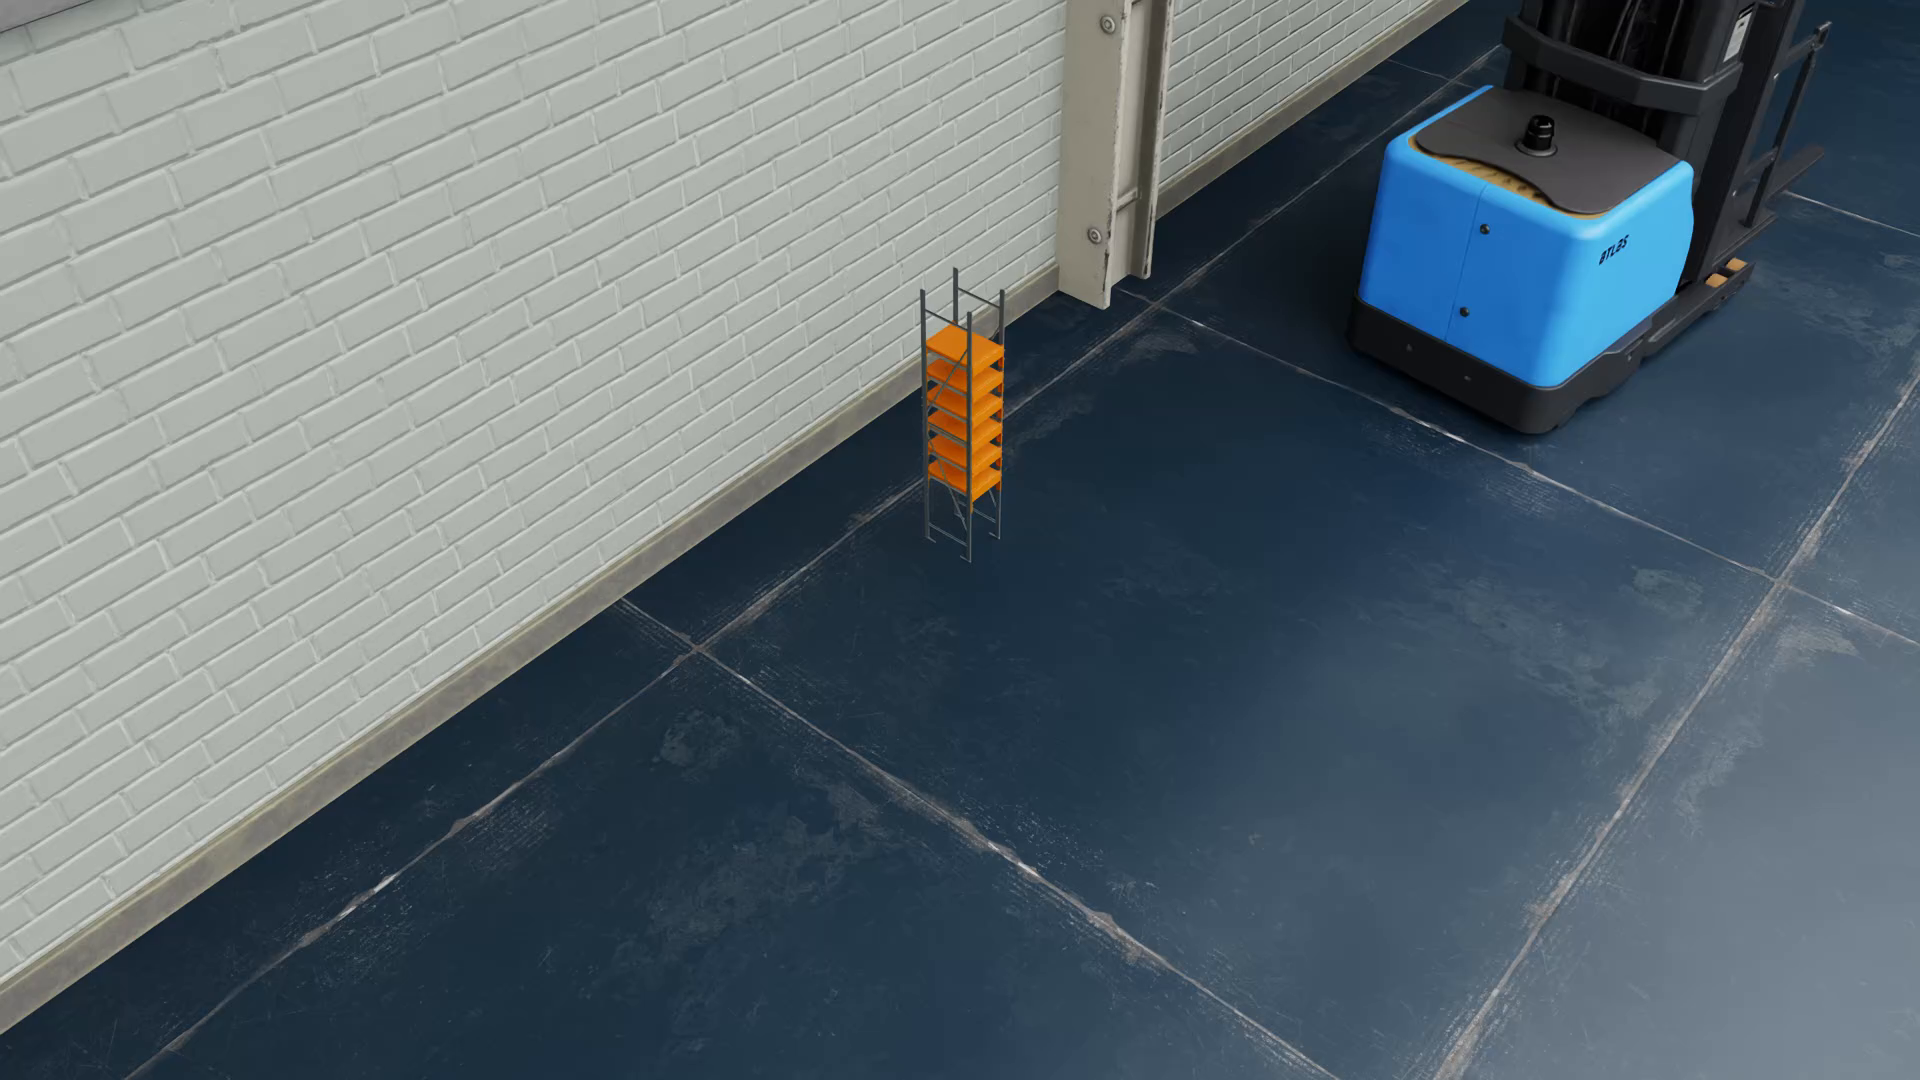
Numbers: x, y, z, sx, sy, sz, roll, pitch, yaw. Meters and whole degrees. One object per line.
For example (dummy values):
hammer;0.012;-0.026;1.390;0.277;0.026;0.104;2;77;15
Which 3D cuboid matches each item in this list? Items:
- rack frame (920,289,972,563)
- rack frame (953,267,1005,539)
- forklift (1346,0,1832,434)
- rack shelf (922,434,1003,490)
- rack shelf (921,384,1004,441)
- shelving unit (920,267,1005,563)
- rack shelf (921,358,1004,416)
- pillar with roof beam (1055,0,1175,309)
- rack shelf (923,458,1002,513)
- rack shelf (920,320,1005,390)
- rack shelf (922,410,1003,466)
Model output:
rack frame;-0.050;-0.404;6.303;0.240;1.200;0.006;29;50;28
rack frame;0.068;-0.498;6.406;0.240;1.200;0.006;29;50;28
forklift;3.192;-2.416;7.228;3.031;2.935;1.130;-33;52;-31
rack shelf;0.009;-0.330;6.465;0.258;0.103;0.180;29;50;28
rack shelf;0.009;-0.507;6.304;0.258;0.103;0.180;29;50;28
shelving unit;0.009;-0.451;6.355;0.258;1.200;0.189;29;50;28
rack shelf;0.009;-0.596;6.223;0.258;0.103;0.180;29;50;28
pillar with roof beam;3.991;-2.735;3.069;9.100;9.000;0.400;29;50;28
rack shelf;0.009;-0.241;6.546;0.258;0.103;0.180;29;50;28
rack shelf;0.009;-0.685;6.142;0.258;0.103;0.180;29;50;28
rack shelf;0.009;-0.419;6.384;0.258;0.103;0.180;29;50;28
